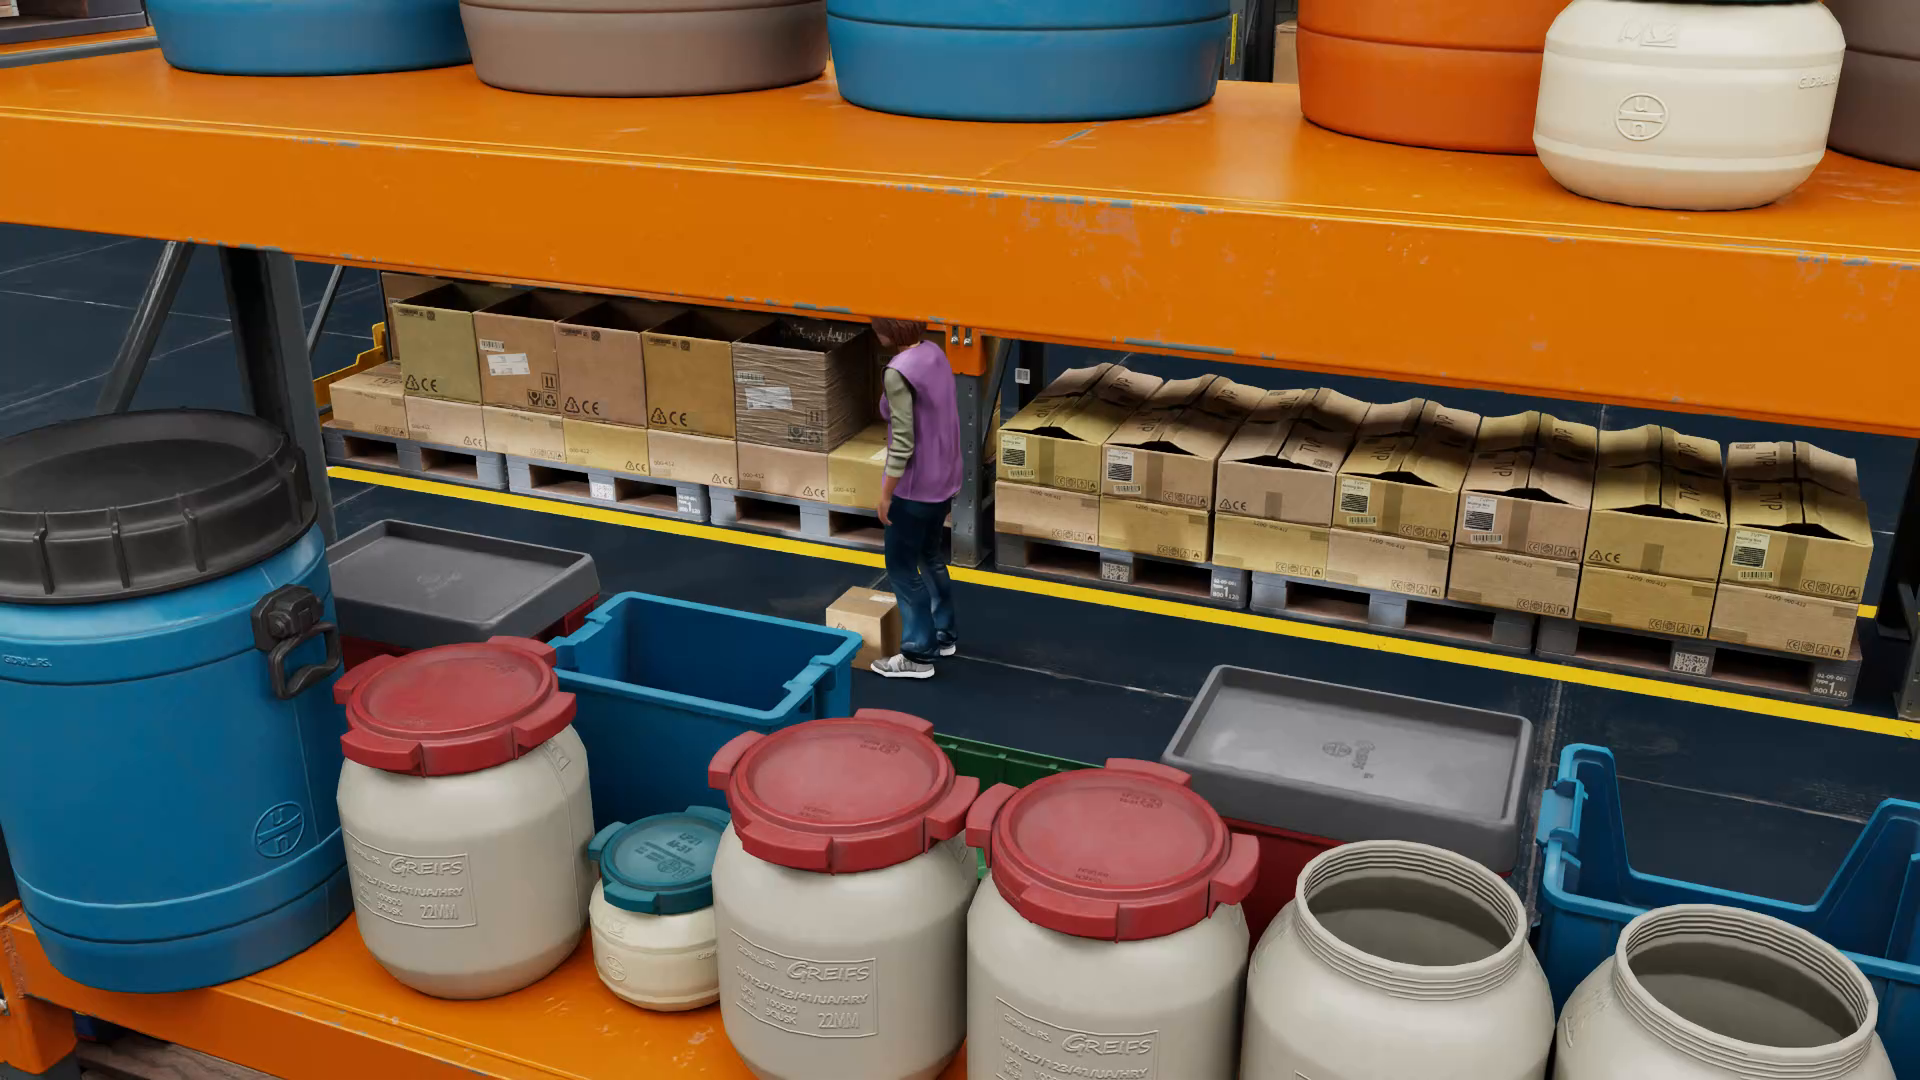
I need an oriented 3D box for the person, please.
[{"bbox_3d":[-0.171,-0.212,6.615,0.343,1.593,0.461,10,25,23],"label":"person"}]
